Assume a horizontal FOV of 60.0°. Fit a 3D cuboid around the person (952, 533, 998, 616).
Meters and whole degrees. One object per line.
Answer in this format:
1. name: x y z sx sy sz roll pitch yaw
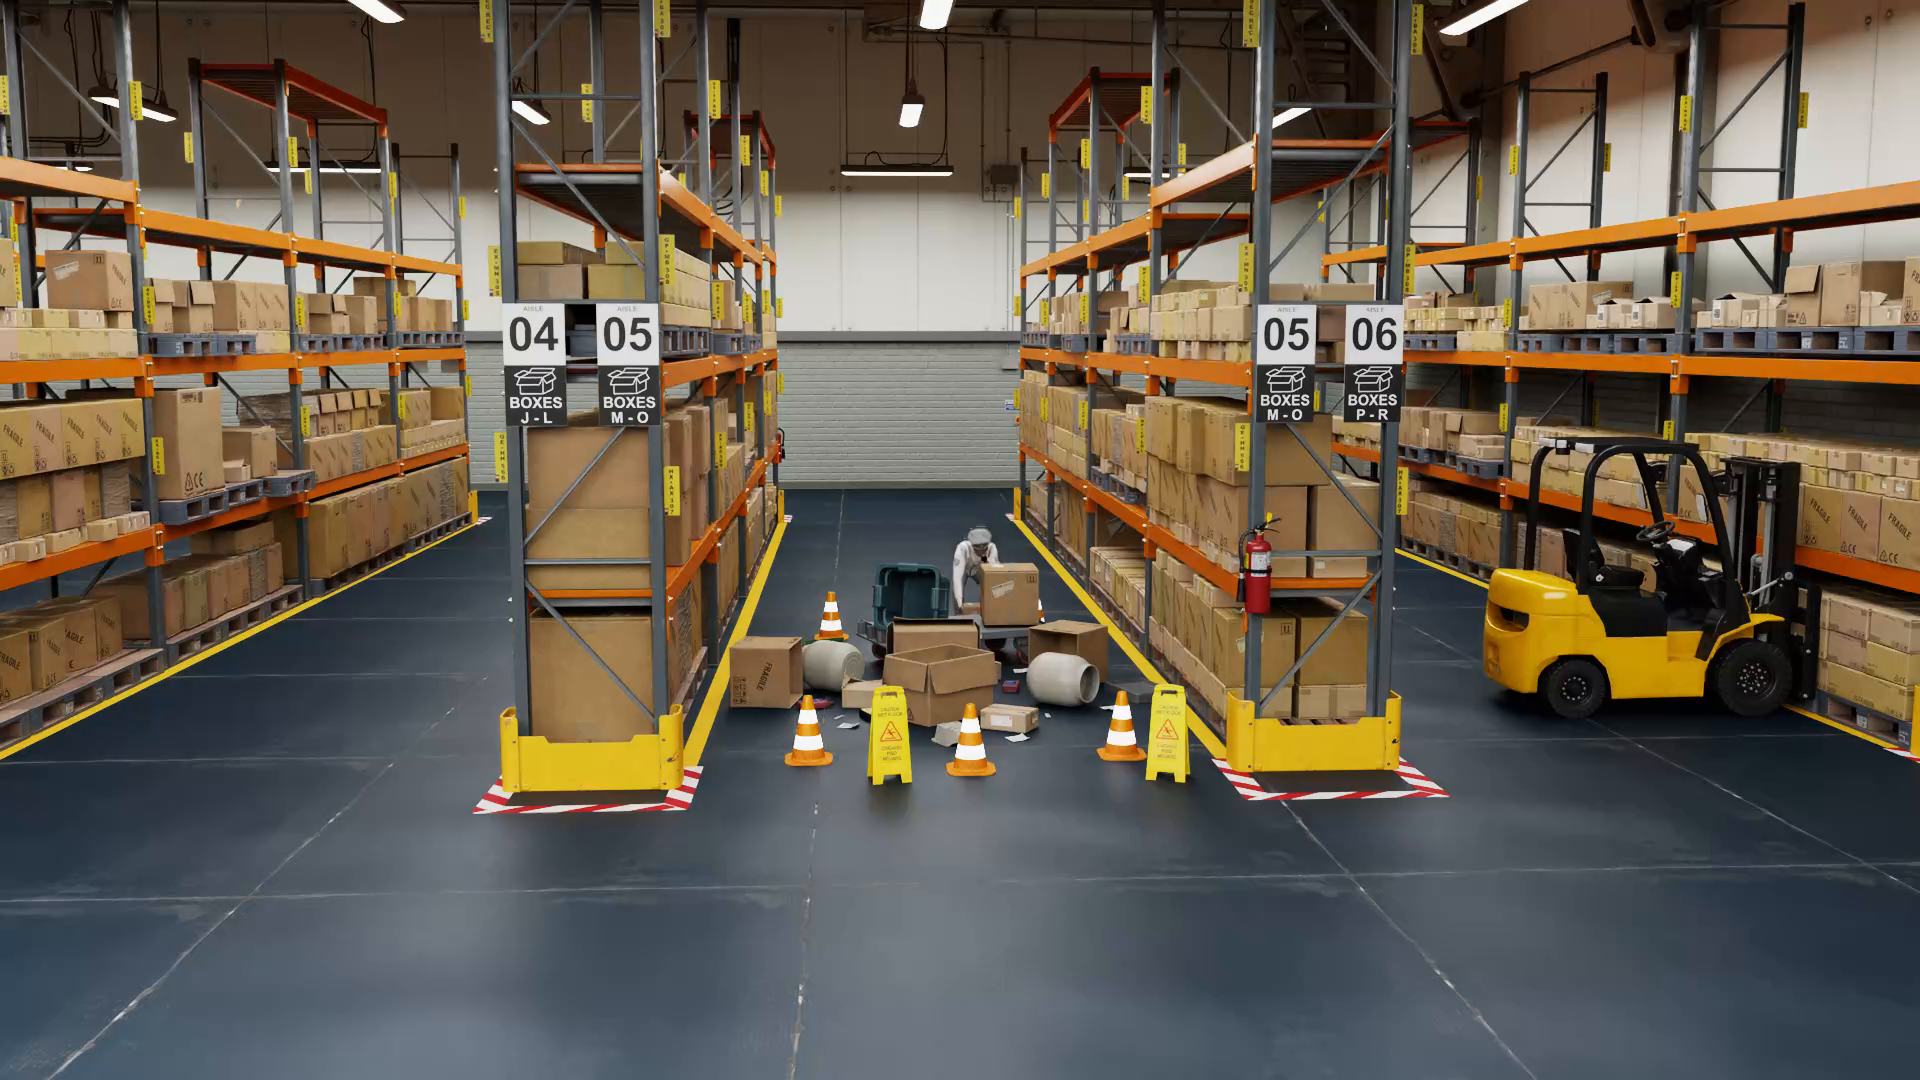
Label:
1. person: 0.158 0.388 17.400 0.496 0.985 0.845 0 7 -4
